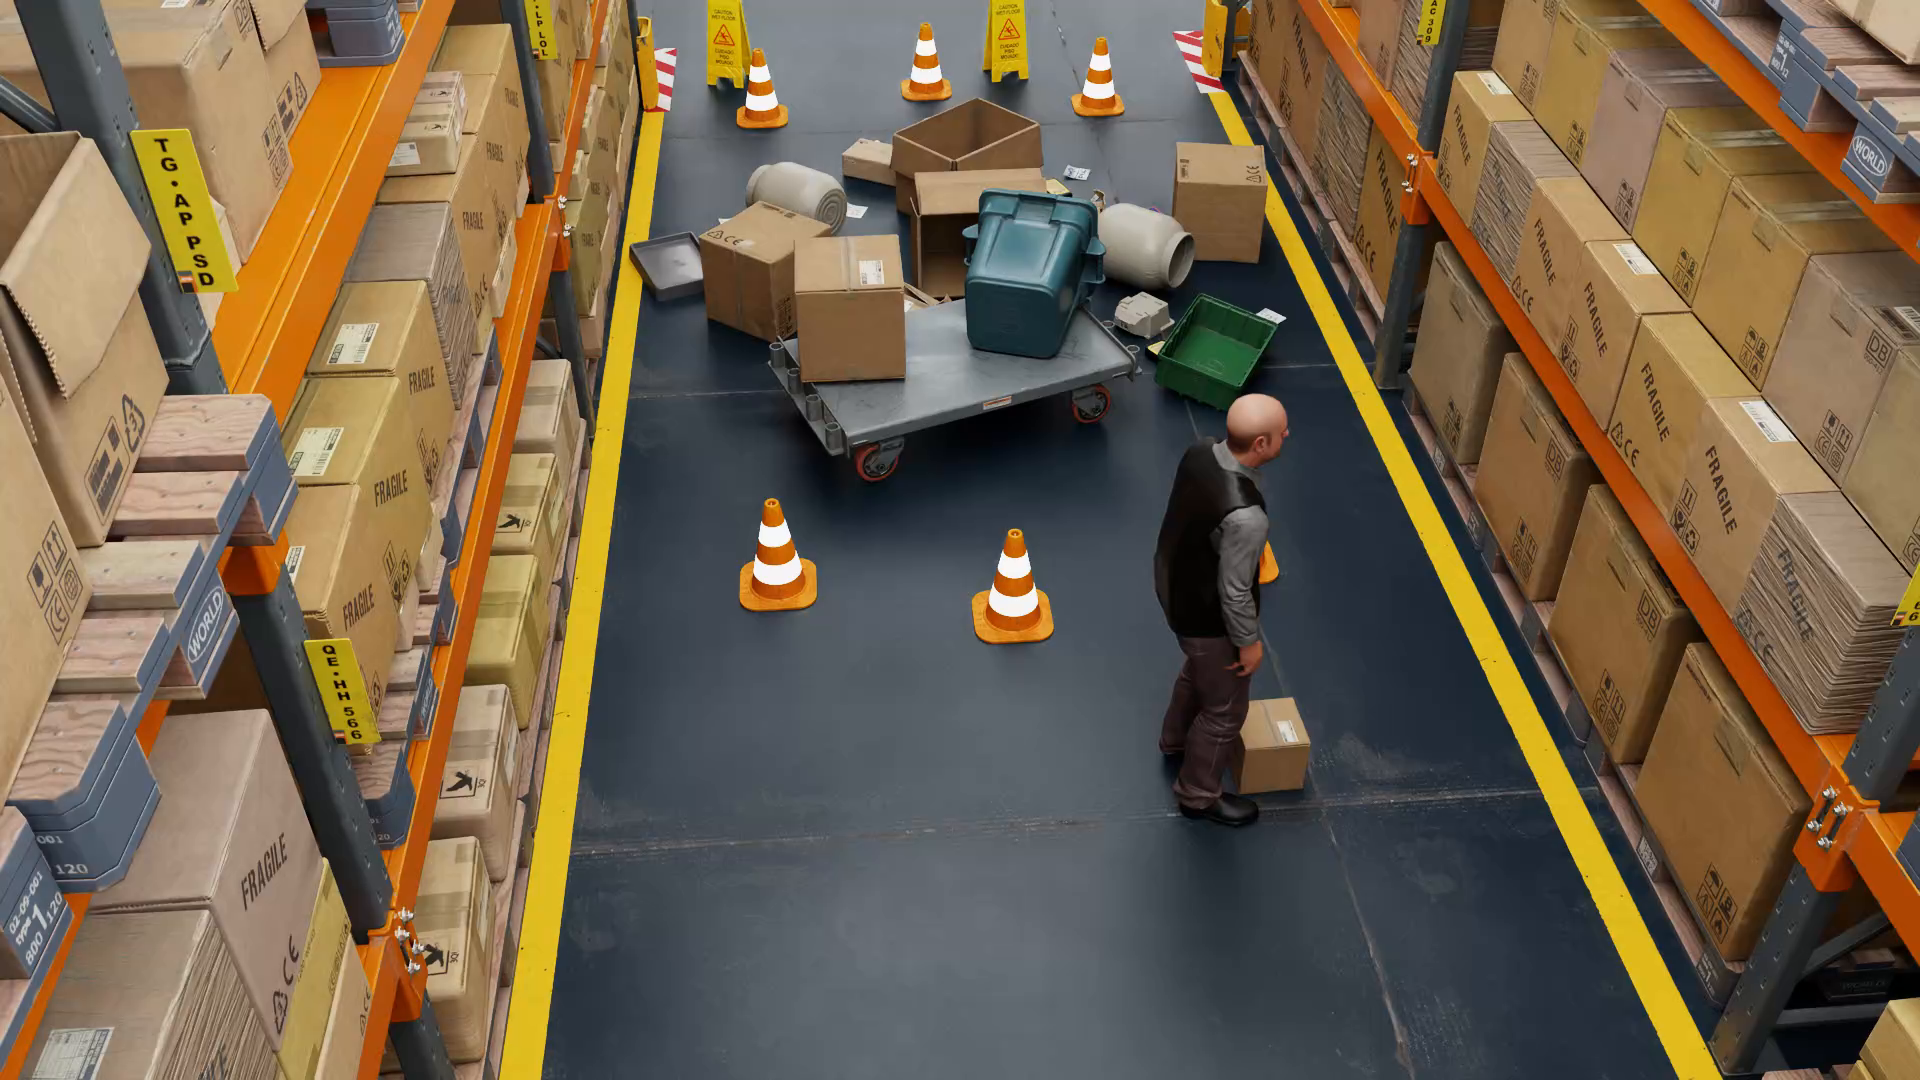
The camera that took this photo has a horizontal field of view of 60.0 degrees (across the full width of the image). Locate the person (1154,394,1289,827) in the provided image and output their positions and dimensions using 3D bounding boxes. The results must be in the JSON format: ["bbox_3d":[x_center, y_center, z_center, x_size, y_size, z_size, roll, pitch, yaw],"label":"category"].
[{"bbox_3d":[0.895,0.231,5.886,0.419,1.722,0.594,-5,39,-6],"label":"person"}]
